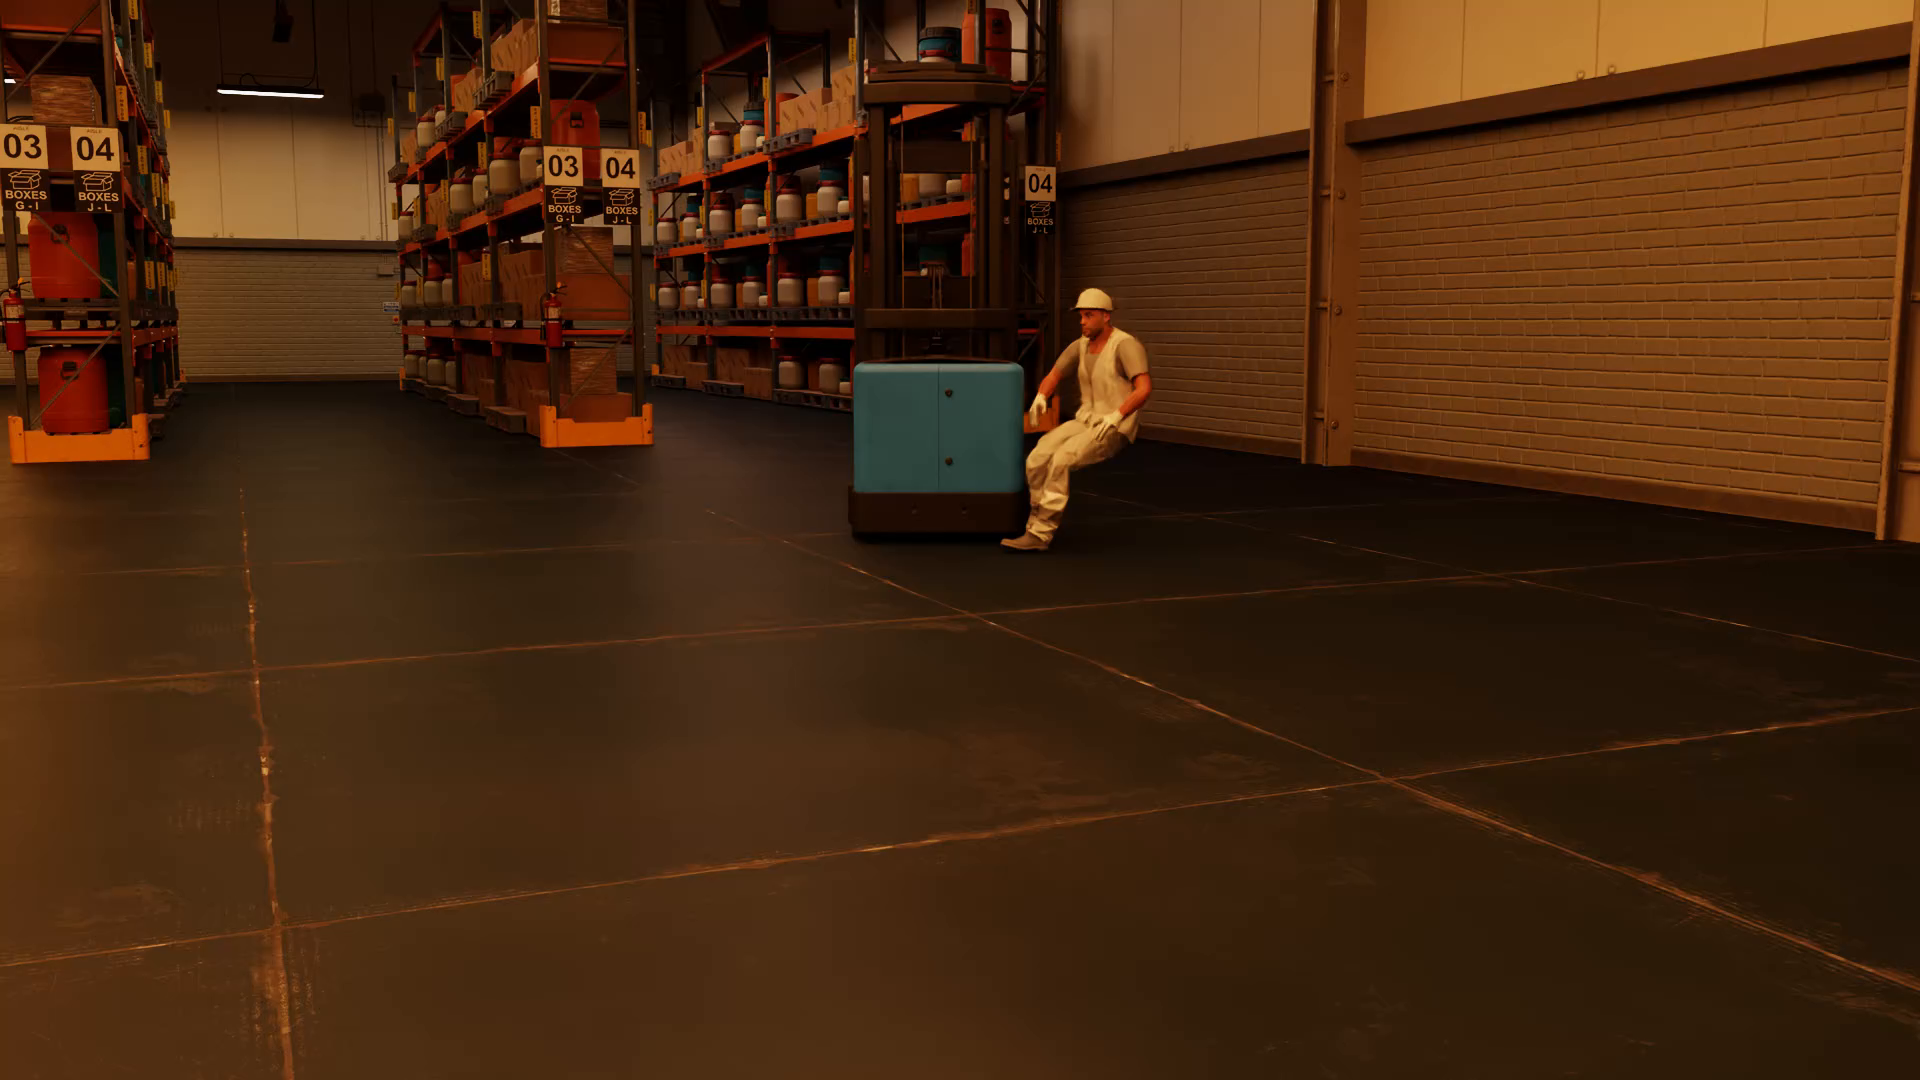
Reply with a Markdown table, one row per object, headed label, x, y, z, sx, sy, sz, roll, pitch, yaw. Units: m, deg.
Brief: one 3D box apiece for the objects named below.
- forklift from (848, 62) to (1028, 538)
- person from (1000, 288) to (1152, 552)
| label | x | y | z | sx | sy | sz | roll | pitch | yaw |
| --- | --- | --- | --- | --- | --- | --- | --- | --- | --- |
| forklift | -0.163 | -1.623 | 11.251 | 1.130 | 2.935 | 3.031 | 0 | 8 | -1 |
| person | 0.646 | -0.681 | 9.710 | 0.898 | 1.566 | 0.787 | -7 | 10 | -42 |
